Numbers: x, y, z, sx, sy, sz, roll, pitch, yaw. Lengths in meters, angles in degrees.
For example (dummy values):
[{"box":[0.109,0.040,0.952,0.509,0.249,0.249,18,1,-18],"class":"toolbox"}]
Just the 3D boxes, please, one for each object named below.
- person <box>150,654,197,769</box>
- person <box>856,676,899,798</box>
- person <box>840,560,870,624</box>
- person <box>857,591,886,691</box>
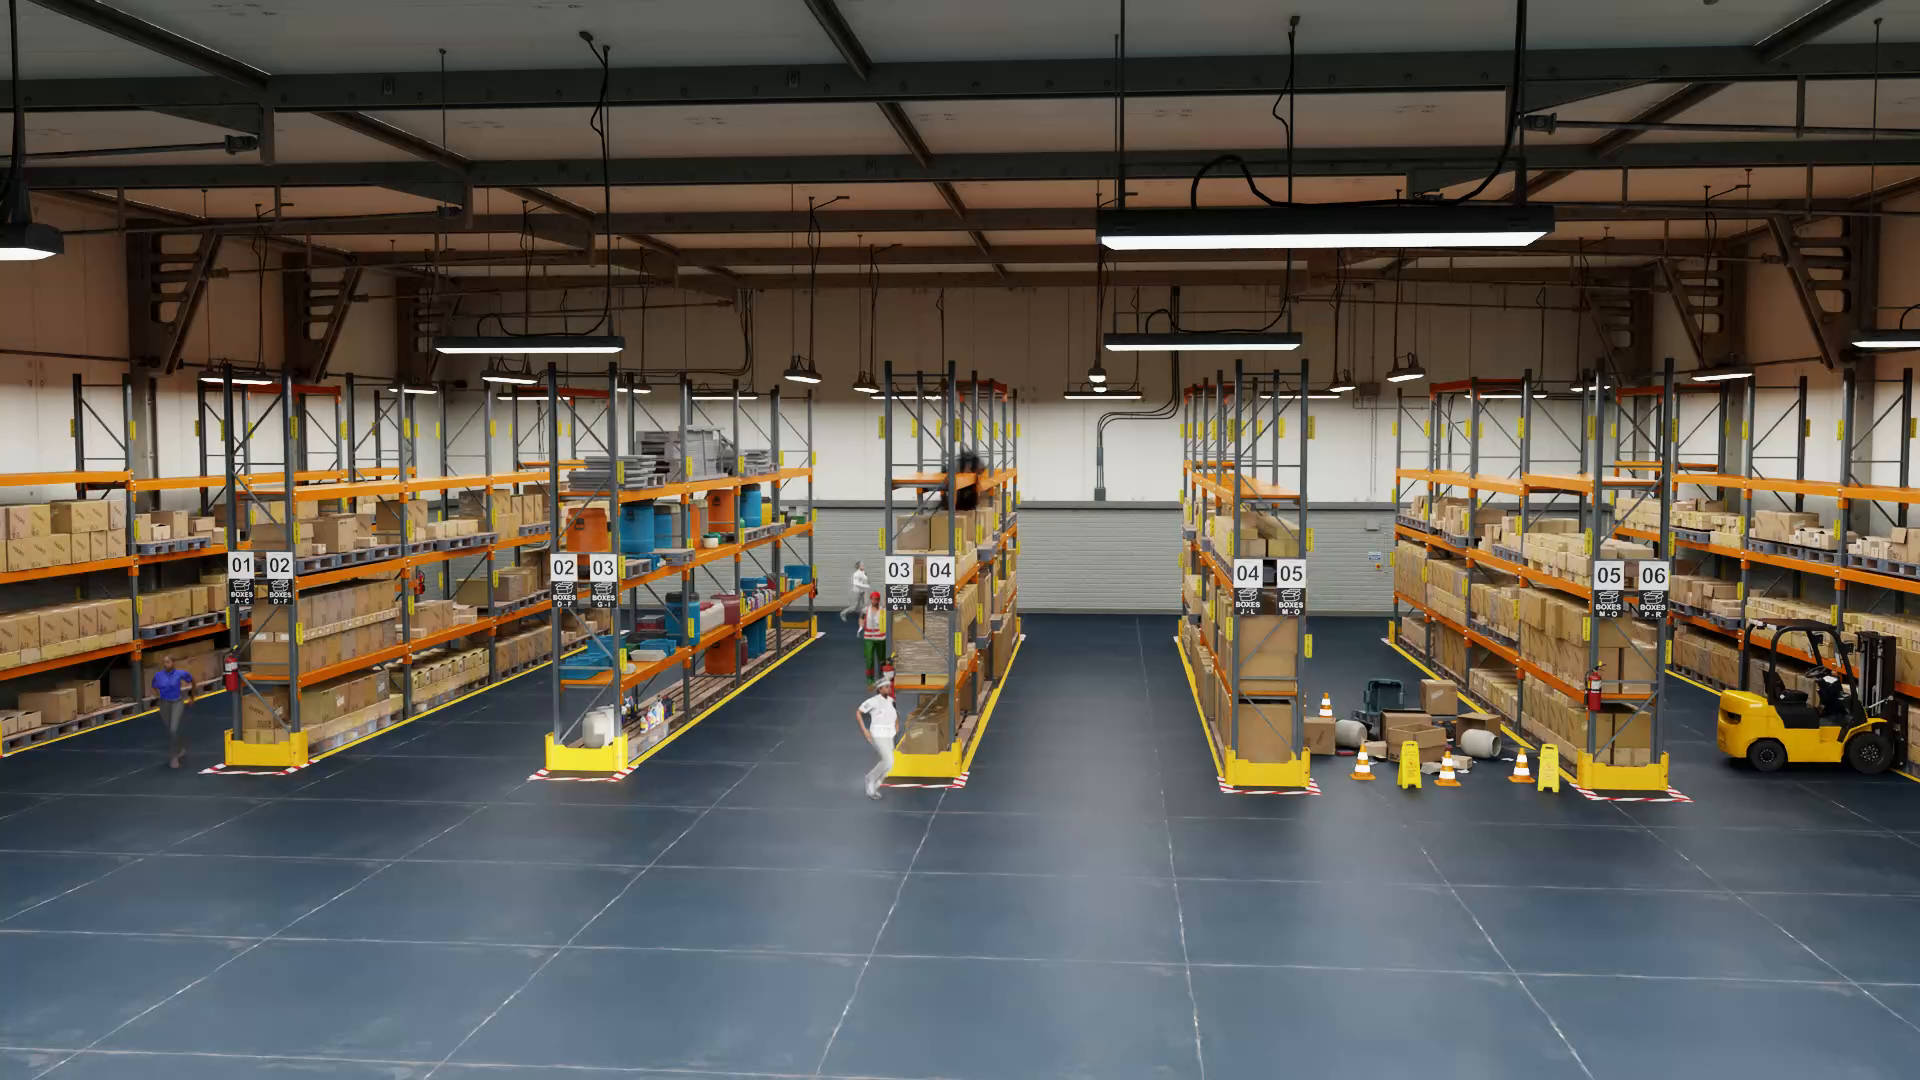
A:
[{"box":[-11.842,2.551,25.025,0.600,1.700,0.850,0,4,-2],"class":"person"},{"box":[-1.036,2.687,22.682,0.543,1.648,0.607,3,5,35],"class":"person"},{"box":[-2.614,1.359,42.662,0.914,1.707,0.624,2,4,25],"class":"person"},{"box":[-1.554,1.849,30.460,0.659,1.823,0.965,0,4,5],"class":"person"}]
